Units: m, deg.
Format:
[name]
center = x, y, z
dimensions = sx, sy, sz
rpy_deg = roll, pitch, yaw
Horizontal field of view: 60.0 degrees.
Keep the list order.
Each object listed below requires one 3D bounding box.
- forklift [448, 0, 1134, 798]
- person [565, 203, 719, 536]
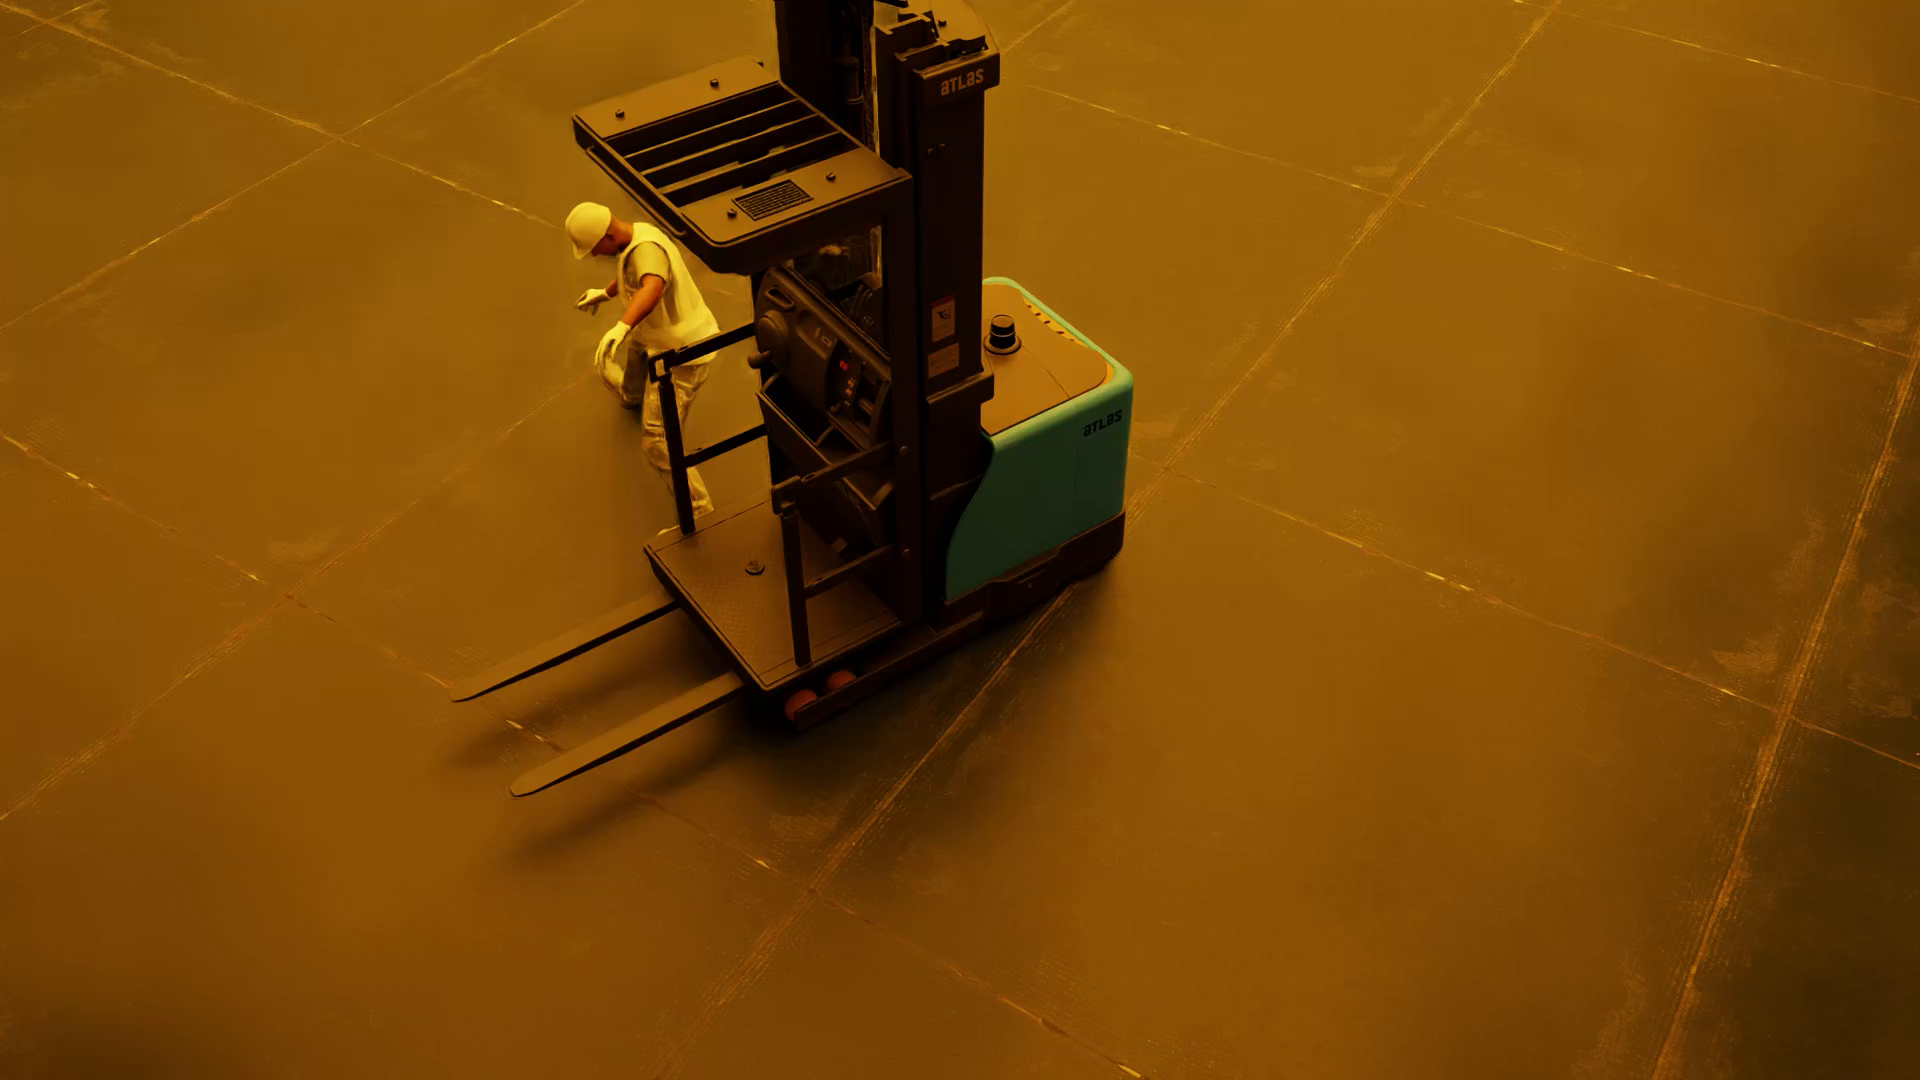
[forklift]
center = -0.725, -0.675, 6.561
dimensions = 3.031, 2.935, 1.130
rpy_deg = -26, 49, -25
[person]
center = -1.533, -0.882, 7.883
dimensions = 0.797, 1.454, 1.314
rpy_deg = 0, 43, 0
